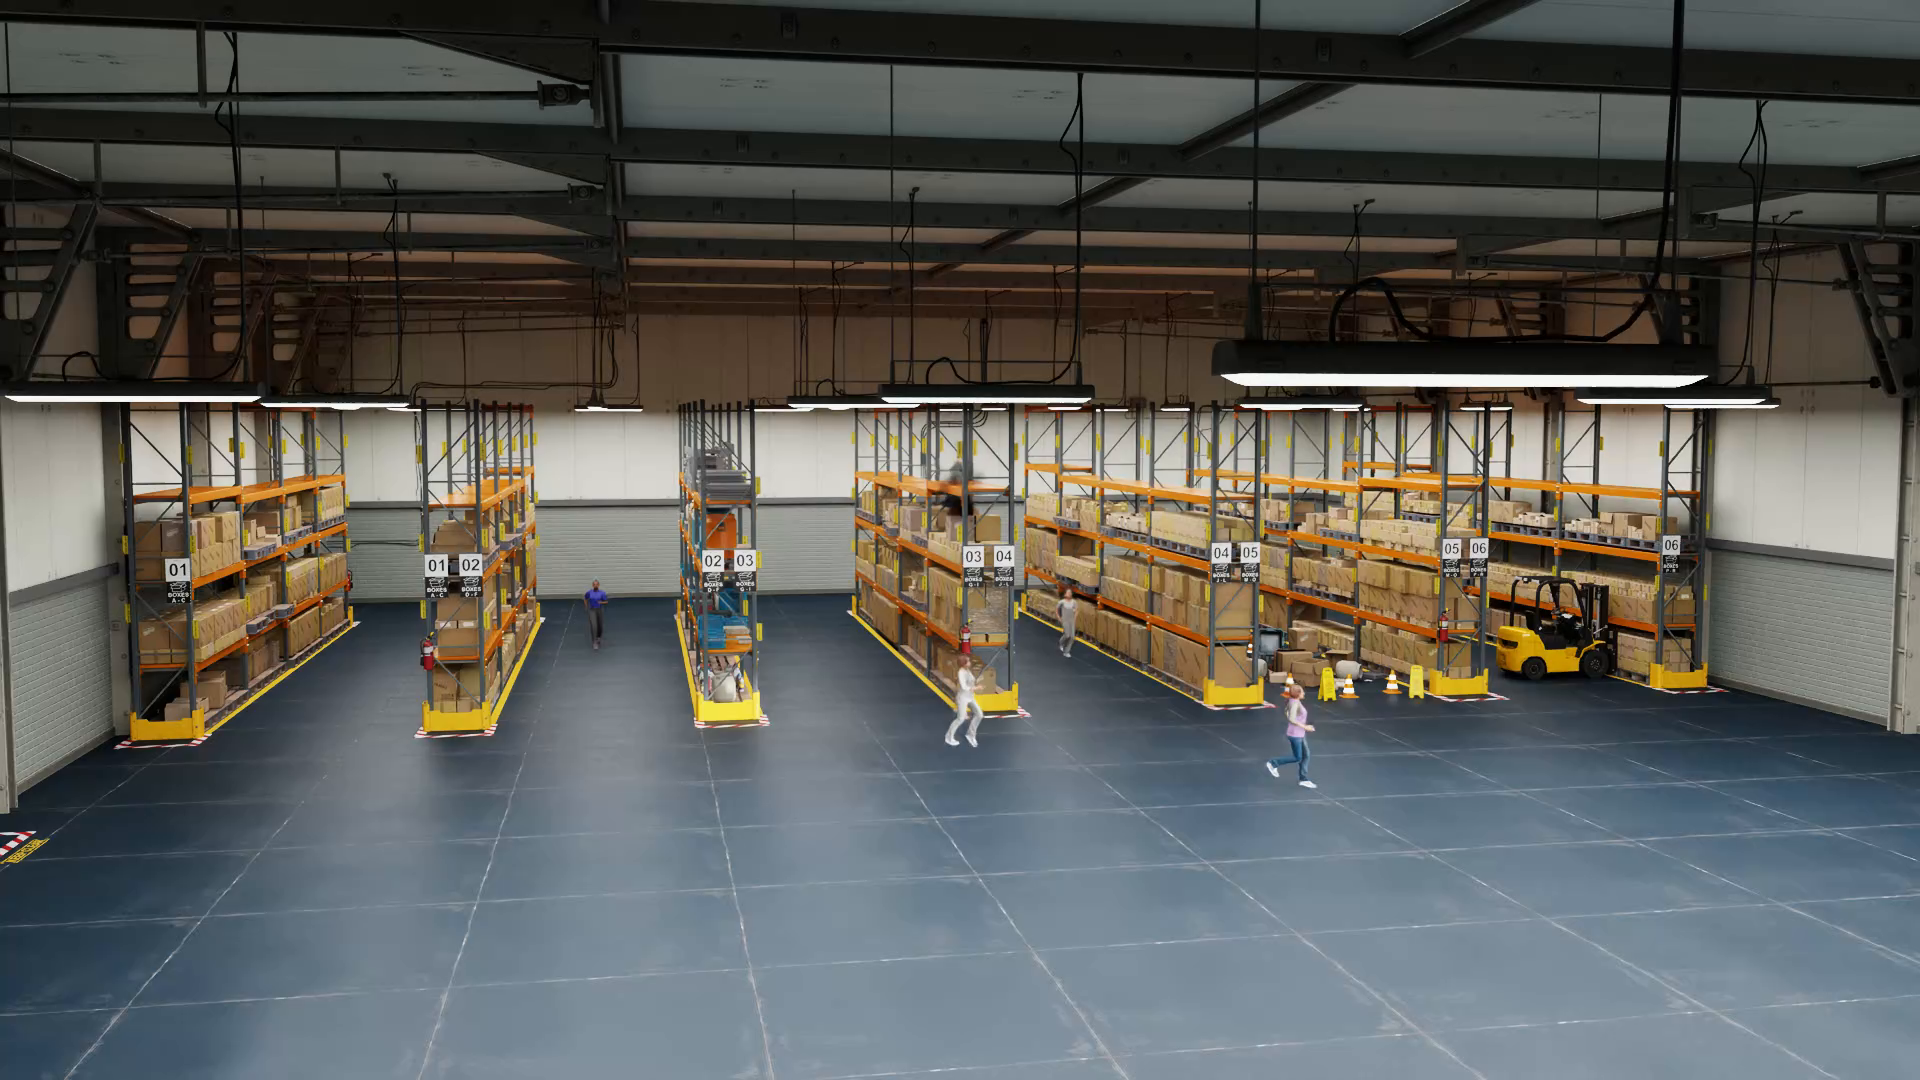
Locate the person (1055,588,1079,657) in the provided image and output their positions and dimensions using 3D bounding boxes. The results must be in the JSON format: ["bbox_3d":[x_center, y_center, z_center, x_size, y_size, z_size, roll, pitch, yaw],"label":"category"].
[{"bbox_3d":[2.555,1.951,39.230,0.559,1.627,0.556,-1,5,-18],"label":"person"}]

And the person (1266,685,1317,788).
[{"bbox_3d":[5.118,3.018,25.587,0.774,1.595,0.553,1,4,14],"label":"person"}]

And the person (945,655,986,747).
[{"bbox_3d":[0.103,2.768,28.519,0.722,1.610,0.503,2,5,23],"label":"person"}]

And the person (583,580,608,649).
[{"bbox_3d":[-8.921,1.801,40.772,0.575,1.644,0.921,-1,5,-17],"label":"person"}]
